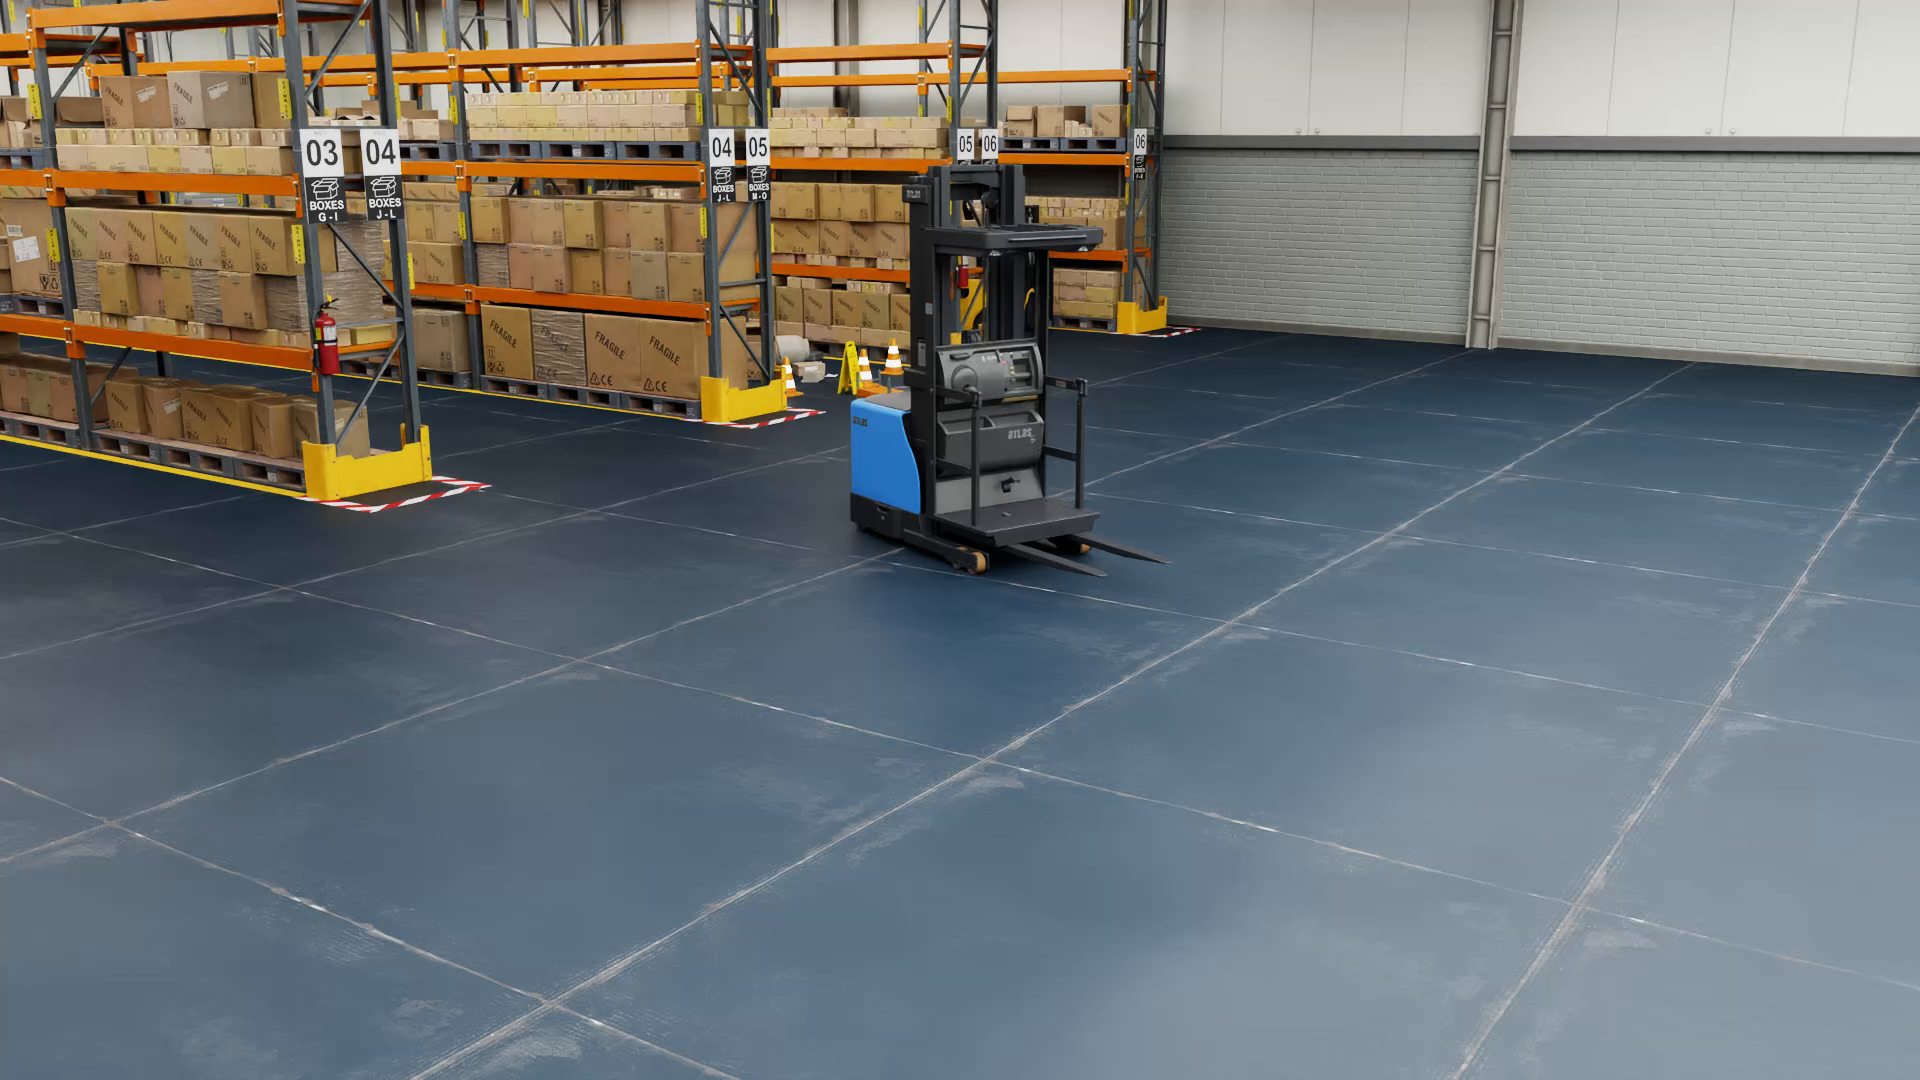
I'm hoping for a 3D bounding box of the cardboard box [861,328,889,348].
[{"bbox_3d":[-1.060,-2.899,23.640,0.500,0.250,0.500,9,17,33],"label":"cardboard box"}]

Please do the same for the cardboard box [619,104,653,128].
[{"bbox_3d":[-3.469,-4.761,18.681,0.500,0.250,0.500,9,17,33],"label":"cardboard box"}]

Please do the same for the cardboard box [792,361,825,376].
[{"bbox_3d":[-2.028,-2.293,22.277,0.380,0.149,0.250,-7,15,-25],"label":"cardboard box"}]

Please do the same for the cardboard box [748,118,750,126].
[{"bbox_3d":[-3.054,-6.054,24.159,0.250,0.149,0.380,9,16,32],"label":"cardboard box"}]

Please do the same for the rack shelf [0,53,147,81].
[{"bbox_3d":[-14.109,-7.342,25.760,4.000,0.370,1.077,9,17,33],"label":"rack shelf"}]

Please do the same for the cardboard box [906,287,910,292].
[{"bbox_3d":[-0.785,-3.373,23.993,0.500,0.500,0.500,8,16,31],"label":"cardboard box"}]

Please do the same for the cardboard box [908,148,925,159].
[{"bbox_3d":[-0.491,-5.257,22.598,0.250,0.149,0.380,9,17,33],"label":"cardboard box"}]

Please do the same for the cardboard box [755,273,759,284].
[{"bbox_3d":[-4.156,-4.971,31.491,0.500,0.500,0.500,10,17,34],"label":"cardboard box"}]

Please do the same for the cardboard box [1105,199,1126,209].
[{"bbox_3d":[2.539,-5.408,26.750,0.250,0.149,0.380,9,17,33],"label":"cardboard box"}]

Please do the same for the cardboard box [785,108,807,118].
[{"bbox_3d":[-2.745,-7.531,29.969,0.500,0.500,0.700,9,16,32],"label":"cardboard box"}]

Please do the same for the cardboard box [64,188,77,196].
[{"bbox_3d":[-13.423,-5.268,25.455,0.500,0.500,0.500,9,16,31],"label":"cardboard box"}]

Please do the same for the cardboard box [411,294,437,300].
[{"bbox_3d":[-9.212,-4.619,29.286,0.875,0.875,0.875,10,17,35],"label":"cardboard box"}]

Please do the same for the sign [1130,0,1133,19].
[{"bbox_3d":[2.639,-8.192,25.580,0.005,0.325,0.100,9,17,33],"label":"sign"}]

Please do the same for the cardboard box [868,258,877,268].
[{"bbox_3d":[-1.081,-3.931,23.483,0.250,0.149,0.380,9,17,34],"label":"cardboard box"}]

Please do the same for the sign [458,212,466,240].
[{"bbox_3d":[-6.106,-3.854,20.405,0.005,0.325,0.100,9,17,33],"label":"sign"}]

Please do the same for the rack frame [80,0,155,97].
[{"bbox_3d":[-12.450,-7.425,24.590,0.127,3.000,1.000,9,17,33],"label":"rack frame"}]

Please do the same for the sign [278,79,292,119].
[{"bbox_3d":[-5.671,-3.706,13.966,0.005,0.325,0.100,9,17,33],"label":"sign"}]

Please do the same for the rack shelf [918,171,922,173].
[{"bbox_3d":[-2.025,-6.806,29.828,4.000,0.370,1.077,9,17,33],"label":"rack shelf"}]

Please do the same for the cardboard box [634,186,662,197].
[{"bbox_3d":[-4.937,-5.525,26.350,0.250,0.149,0.380,8,16,30],"label":"cardboard box"}]

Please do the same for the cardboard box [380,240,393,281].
[{"bbox_3d":[-7.232,-3.641,21.580,0.500,0.500,0.500,9,17,33],"label":"cardboard box"}]

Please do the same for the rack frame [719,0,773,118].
[{"bbox_3d":[-3.133,-7.352,24.298,0.127,3.000,1.000,9,17,33],"label":"rack frame"}]

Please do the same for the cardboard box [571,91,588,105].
[{"bbox_3d":[-4.227,-5.059,19.057,0.250,0.149,0.380,9,17,33],"label":"cardboard box"}]

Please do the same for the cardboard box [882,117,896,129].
[{"bbox_3d":[-0.855,-5.729,22.844,0.250,0.149,0.380,9,17,33],"label":"cardboard box"}]

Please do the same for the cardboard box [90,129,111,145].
[{"bbox_3d":[-8.093,-3.873,15.968,0.250,0.149,0.380,9,17,33],"label":"cardboard box"}]

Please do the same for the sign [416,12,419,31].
[{"bbox_3d":[-9.478,-9.027,28.953,0.005,0.325,0.100,9,17,33],"label":"sign"}]

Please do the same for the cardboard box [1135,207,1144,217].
[{"bbox_3d":[2.817,-5.355,27.154,0.250,0.149,0.380,9,16,31],"label":"cardboard box"}]

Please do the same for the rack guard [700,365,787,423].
[{"bbox_3d":[-2.472,-1.687,19.097,0.348,0.500,1.175,9,17,33],"label":"rack guard"}]

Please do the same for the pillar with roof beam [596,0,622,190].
[{"bbox_3d":[-9.481,-8.830,30.267,0.400,9.000,9.100,9,17,33],"label":"pillar with roof beam"}]

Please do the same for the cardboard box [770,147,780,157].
[{"bbox_3d":[-2.558,-5.626,24.090,0.250,0.149,0.380,9,17,33],"label":"cardboard box"}]

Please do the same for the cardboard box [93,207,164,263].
[{"bbox_3d":[-8.016,-2.965,16.150,0.500,0.500,0.500,9,17,33],"label":"cardboard box"}]

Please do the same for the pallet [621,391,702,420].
[{"bbox_3d":[-3.200,-1.641,19.515,1.213,0.211,1.003,9,17,33],"label":"pallet"}]

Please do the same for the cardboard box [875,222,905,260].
[{"bbox_3d":[-0.831,-4.183,23.151,0.500,0.500,0.500,9,17,33],"label":"cardboard box"}]

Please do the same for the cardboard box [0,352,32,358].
[{"bbox_3d":[-10.948,-1.843,18.814,0.500,0.500,0.700,8,16,28],"label":"cardboard box"}]

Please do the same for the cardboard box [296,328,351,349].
[{"bbox_3d":[-5.696,-1.803,14.888,0.250,0.149,0.380,9,17,33],"label":"cardboard box"}]

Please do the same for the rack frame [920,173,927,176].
[{"bbox_3d":[-0.366,-5.431,29.019,0.127,3.000,1.000,9,17,33],"label":"rack frame"}]

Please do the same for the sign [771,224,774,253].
[{"bbox_3d":[-2.178,-3.472,19.140,0.005,0.325,0.100,9,17,33],"label":"sign"}]

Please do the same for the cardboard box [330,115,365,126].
[{"bbox_3d":[-7.811,-5.364,21.613,0.500,0.311,0.500,9,16,32],"label":"cardboard box"}]

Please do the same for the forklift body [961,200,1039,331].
[{"bbox_3d":[0.362,-4.373,26.511,1.214,2.155,2.313,9,17,33],"label":"forklift body"}]

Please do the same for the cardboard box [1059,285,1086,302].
[{"bbox_3d":[1.965,-4.078,27.364,0.500,0.250,0.500,9,17,32],"label":"cardboard box"}]

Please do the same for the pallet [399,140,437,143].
[{"bbox_3d":[-8.983,-6.763,28.558,1.217,0.209,0.805,8,16,31],"label":"pallet"}]

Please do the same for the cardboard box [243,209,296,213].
[{"bbox_3d":[-6.475,-2.870,15.765,0.500,0.500,0.500,9,17,33],"label":"cardboard box"}]

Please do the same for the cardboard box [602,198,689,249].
[{"bbox_3d":[-3.675,-3.715,19.531,0.550,0.550,0.875,9,17,33],"label":"cardboard box"}]

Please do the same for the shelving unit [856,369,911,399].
[{"bbox_3d":[-0.638,-0.814,14.114,0.258,1.200,0.503,-10,17,-34],"label":"shelving unit"}]

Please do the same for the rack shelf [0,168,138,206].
[{"bbox_3d":[-10.323,-3.840,17.846,4.000,0.370,1.077,9,17,33],"label":"rack shelf"}]

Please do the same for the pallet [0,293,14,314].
[{"bbox_3d":[-10.317,-2.650,18.187,1.213,0.211,1.003,9,17,33],"label":"pallet"}]

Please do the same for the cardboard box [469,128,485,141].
[{"bbox_3d":[-5.699,-4.910,20.113,0.250,0.149,0.380,9,16,32],"label":"cardboard box"}]

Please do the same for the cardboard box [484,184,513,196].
[{"bbox_3d":[-7.457,-5.595,27.394,0.500,0.500,0.500,10,17,34],"label":"cardboard box"}]

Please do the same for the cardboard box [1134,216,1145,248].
[{"bbox_3d":[2.697,-5.065,27.332,0.500,0.500,0.500,10,17,35],"label":"cardboard box"}]

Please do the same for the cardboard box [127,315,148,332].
[{"bbox_3d":[-7.833,-2.116,16.152,0.250,0.149,0.380,9,17,33],"label":"cardboard box"}]

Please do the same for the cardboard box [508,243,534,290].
[{"bbox_3d":[-5.030,-3.396,20.489,0.550,0.550,0.875,9,17,33],"label":"cardboard box"}]

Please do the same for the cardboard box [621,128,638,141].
[{"bbox_3d":[-3.589,-4.569,18.737,0.250,0.149,0.380,9,17,33],"label":"cardboard box"}]

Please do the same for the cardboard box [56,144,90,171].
[{"bbox_3d":[-8.433,-3.736,16.244,0.500,0.250,0.500,8,16,31],"label":"cardboard box"}]

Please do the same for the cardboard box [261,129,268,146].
[{"bbox_3d":[-5.900,-3.538,14.614,0.250,0.149,0.380,9,16,31],"label":"cardboard box"}]

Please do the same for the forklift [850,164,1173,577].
[{"bbox_3d":[0.361,-1.301,12.478,1.130,2.935,3.031,-10,17,-34],"label":"forklift"}]

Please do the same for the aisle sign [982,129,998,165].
[{"bbox_3d":[0.411,-5.219,22.755,0.004,0.787,0.394,9,17,33],"label":"aisle sign"}]

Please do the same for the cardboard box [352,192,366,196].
[{"bbox_3d":[-10.317,-6.055,29.254,0.500,0.500,0.500,9,17,32],"label":"cardboard box"}]
